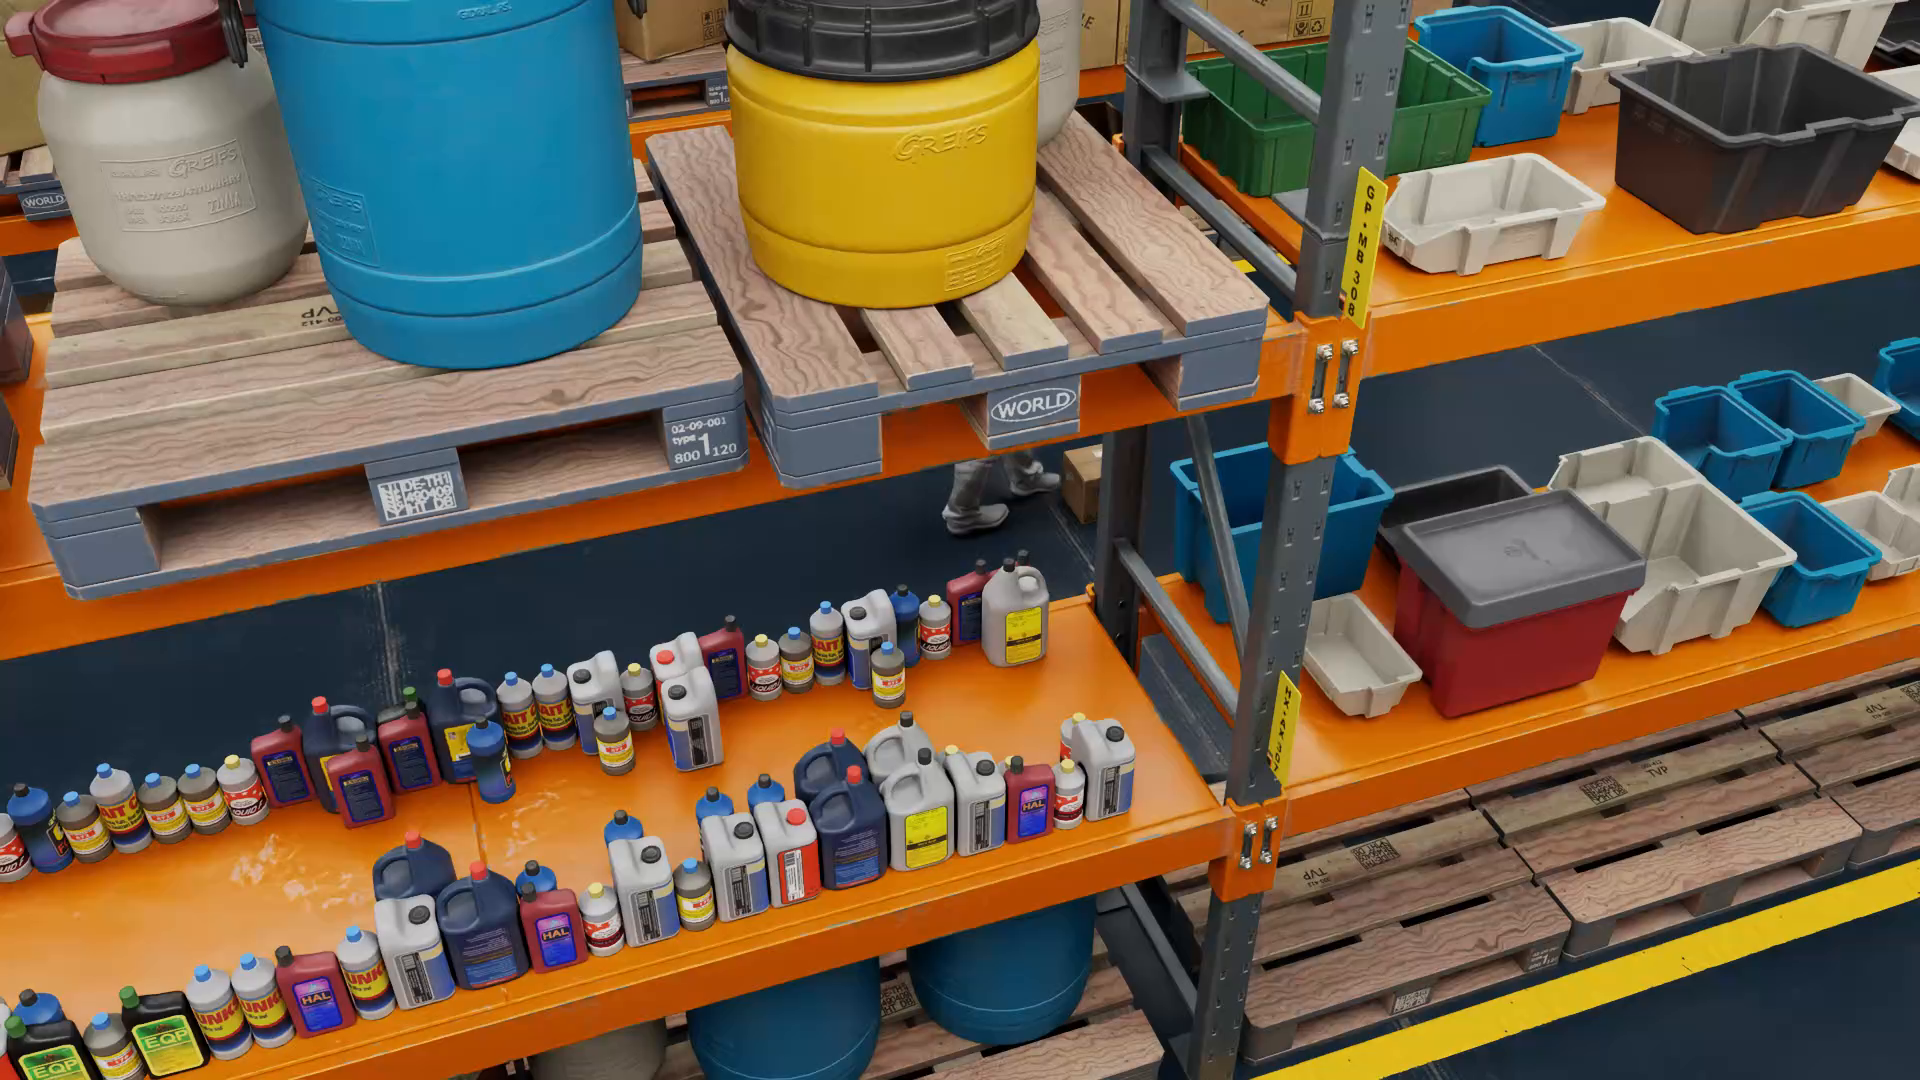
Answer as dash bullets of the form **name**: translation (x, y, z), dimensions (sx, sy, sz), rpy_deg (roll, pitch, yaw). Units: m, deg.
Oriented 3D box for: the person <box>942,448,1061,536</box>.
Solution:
- **person**: translation (0.251, -0.785, 7.156), dimensions (0.702, 1.777, 0.625), rpy_deg (-16, 40, -20)
